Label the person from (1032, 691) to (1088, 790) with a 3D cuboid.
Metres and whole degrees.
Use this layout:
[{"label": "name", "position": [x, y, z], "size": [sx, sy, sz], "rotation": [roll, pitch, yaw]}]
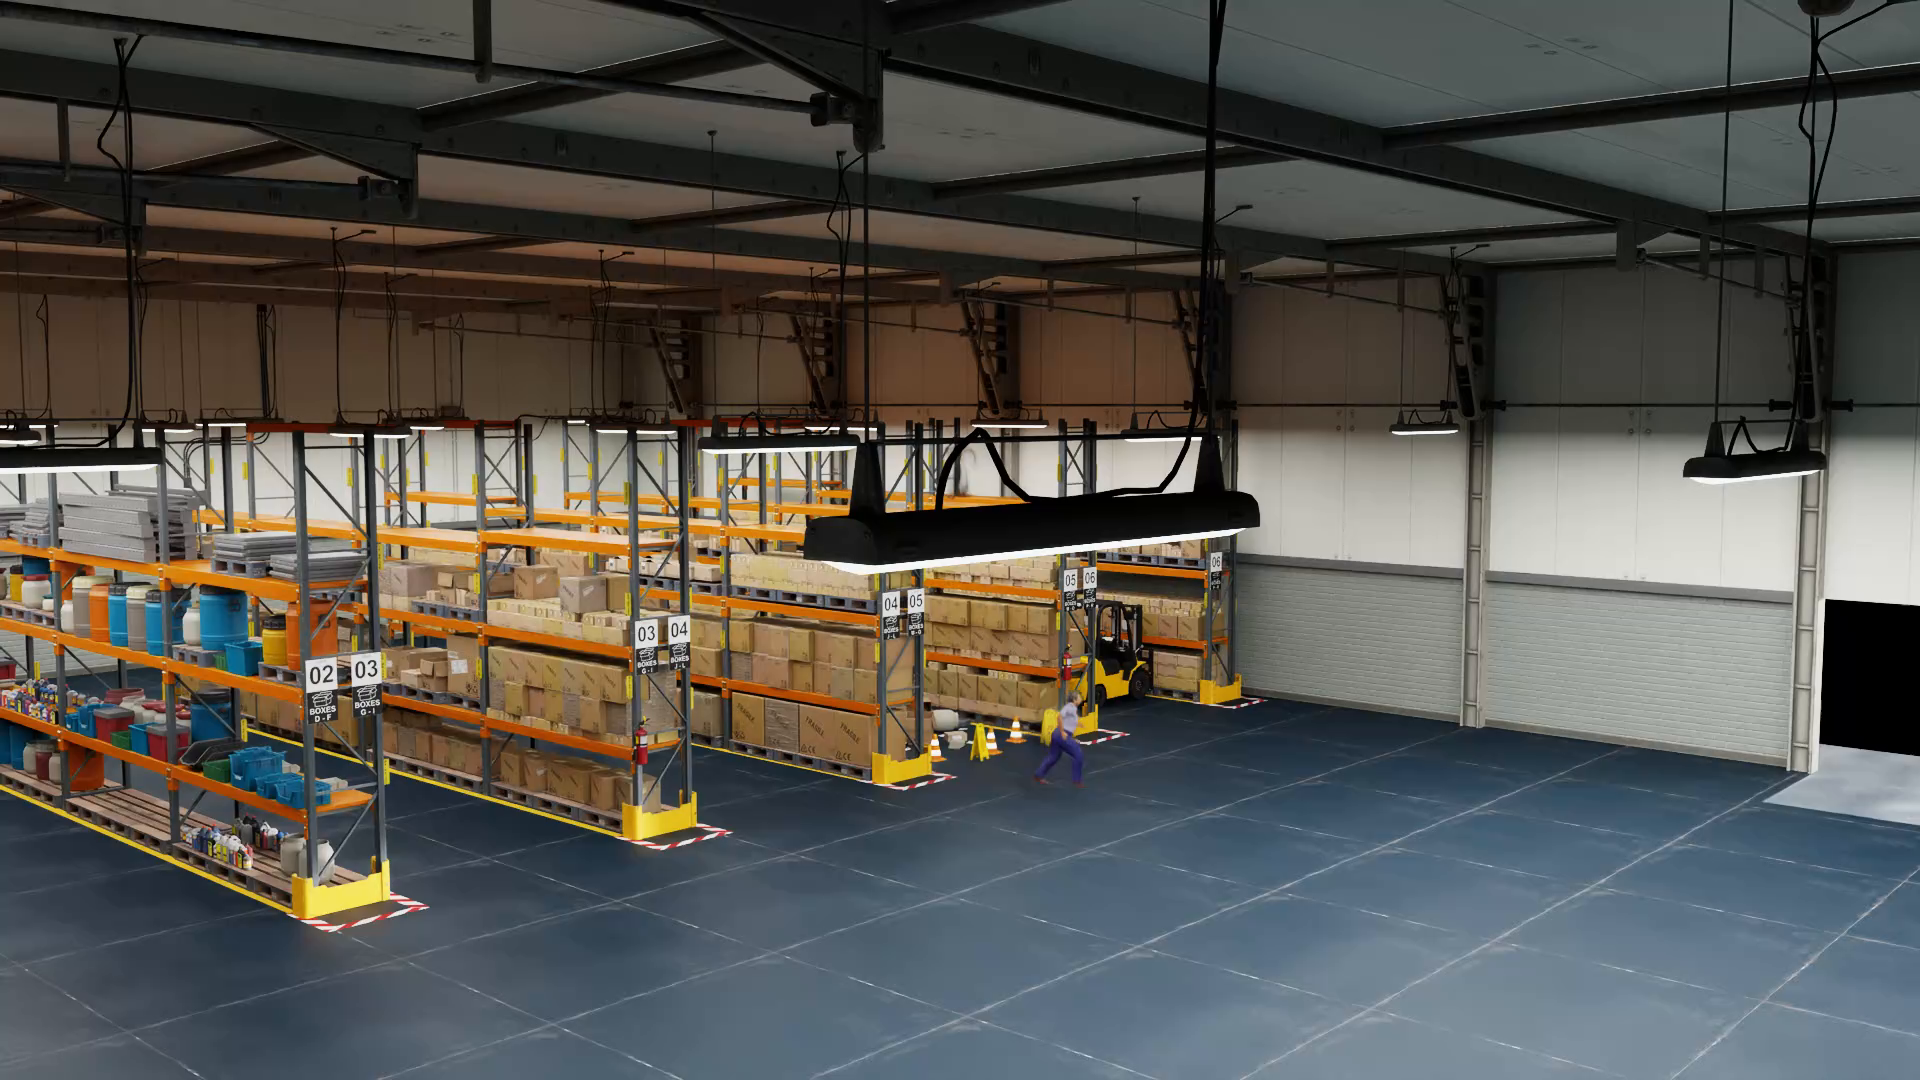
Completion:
[{"label": "person", "position": [1.650, 3.306, 27.365], "size": [0.907, 1.642, 0.597], "rotation": [0, 5, -5]}]
